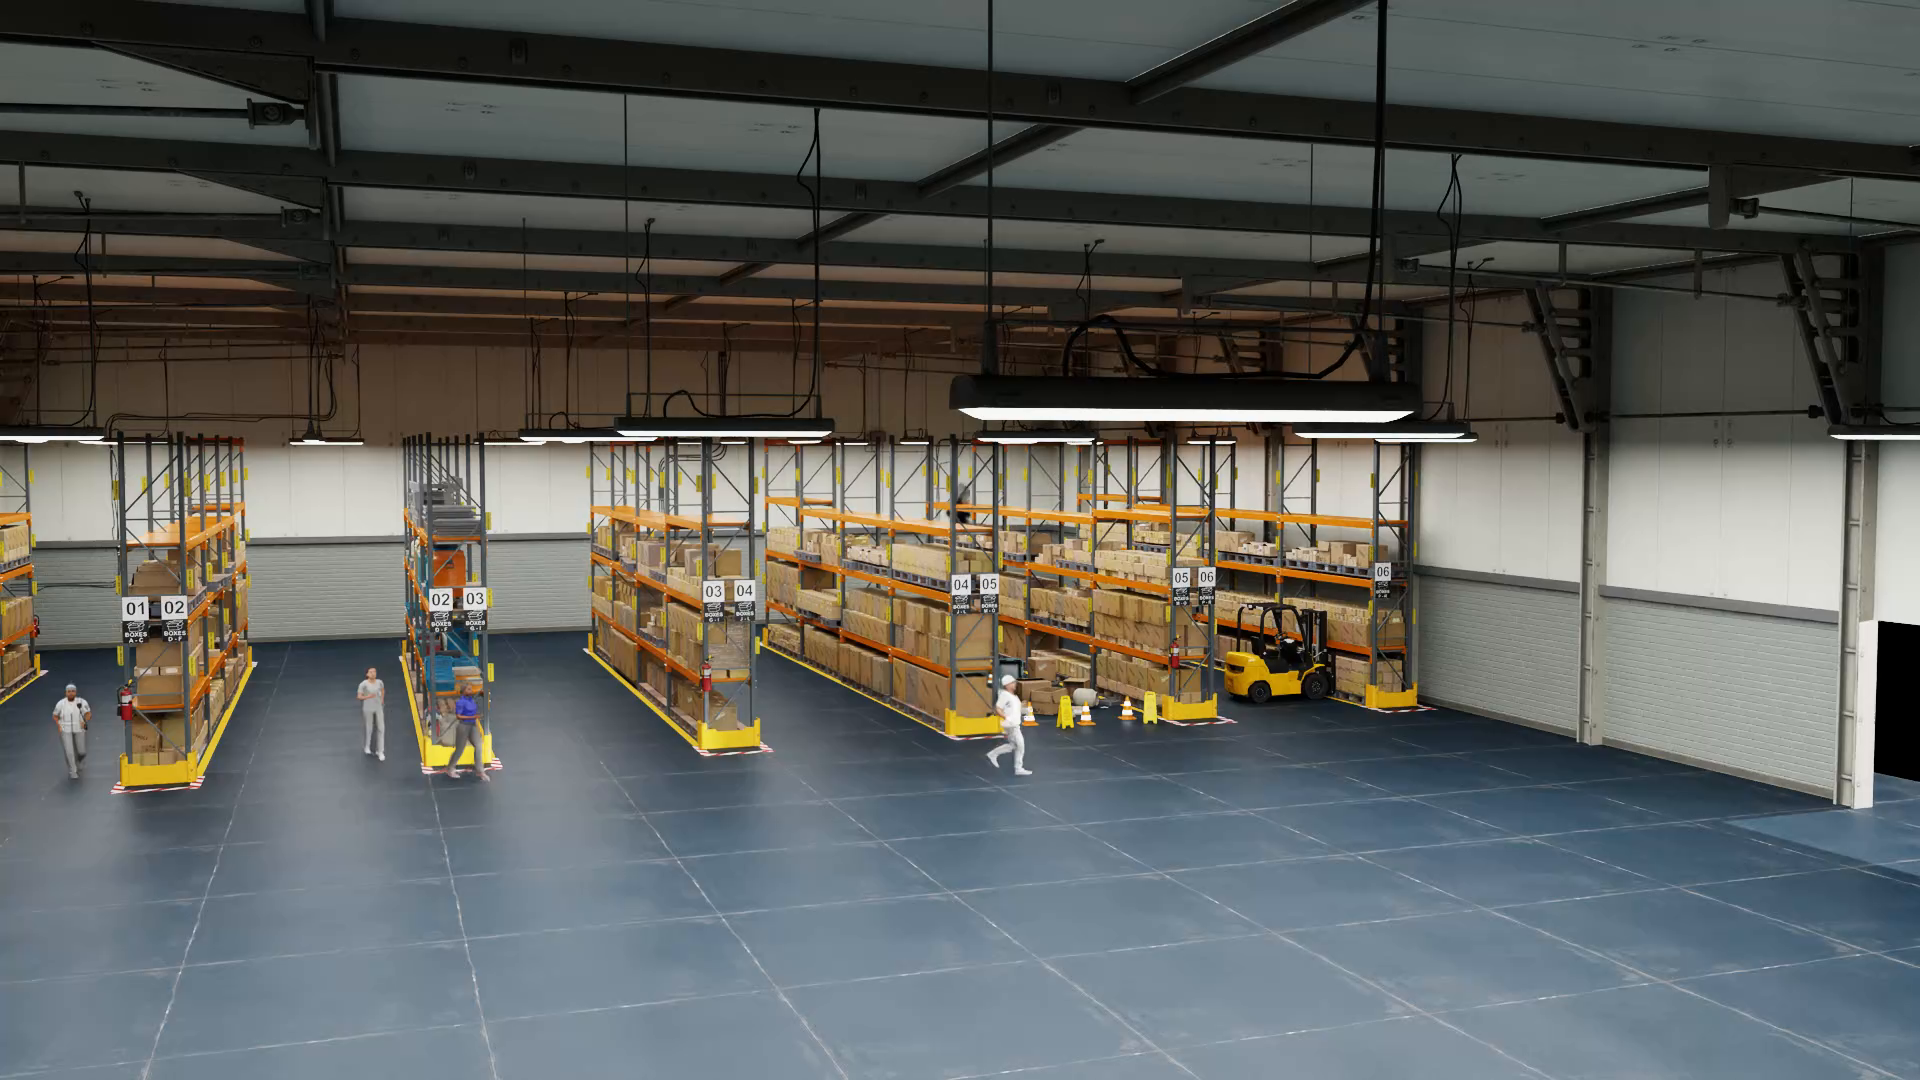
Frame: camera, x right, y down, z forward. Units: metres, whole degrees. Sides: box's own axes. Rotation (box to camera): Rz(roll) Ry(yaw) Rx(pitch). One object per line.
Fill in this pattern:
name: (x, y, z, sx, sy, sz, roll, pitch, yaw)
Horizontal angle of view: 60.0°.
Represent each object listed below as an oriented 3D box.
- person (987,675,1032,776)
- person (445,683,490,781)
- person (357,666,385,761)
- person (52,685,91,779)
person: (0.856, 3.236, 29.073, 0.839, 1.752, 0.696, 1, 3, 14)
person: (-8.469, 3.287, 28.563, 0.820, 1.679, 0.579, 1, 3, 22)
person: (-10.824, 3.167, 30.639, 0.559, 1.701, 0.831, -2, 4, -36)
person: (-15.409, 3.311, 28.862, 0.594, 1.622, 0.556, -2, 4, -29)
